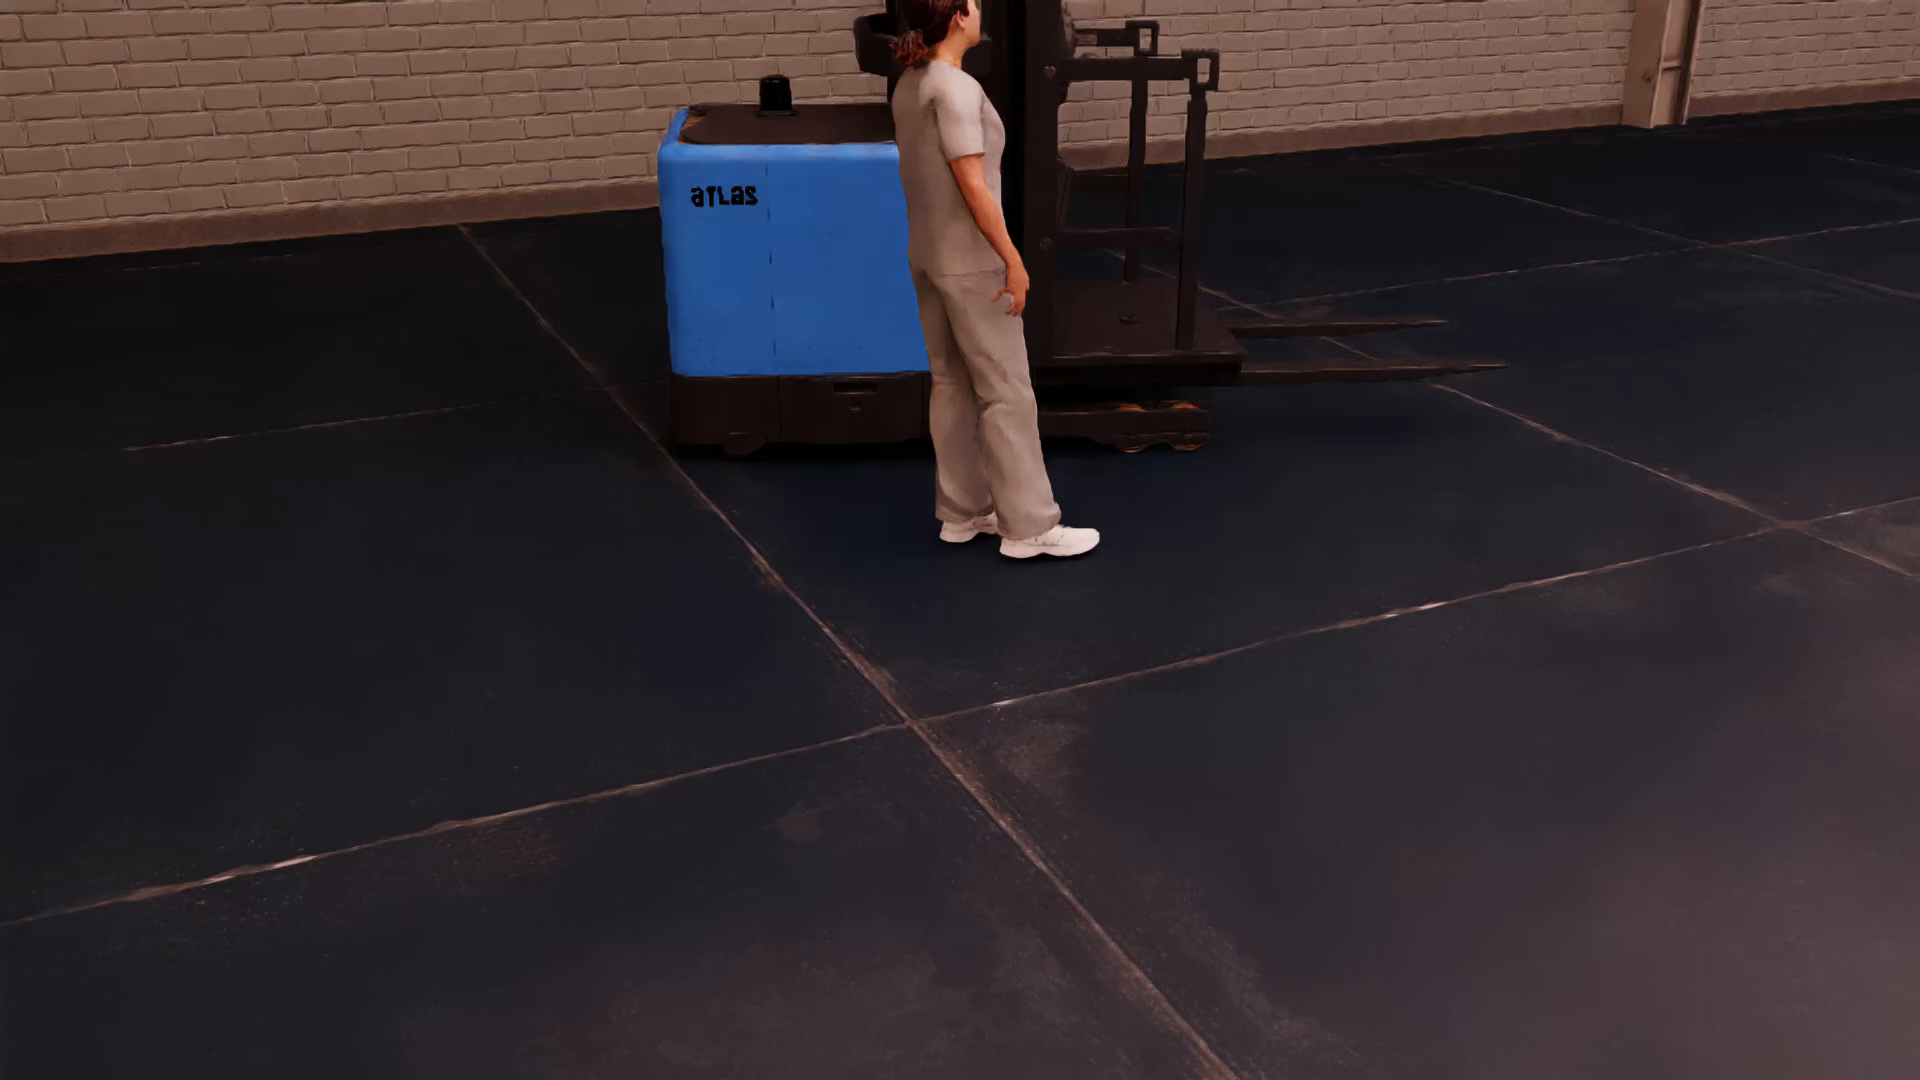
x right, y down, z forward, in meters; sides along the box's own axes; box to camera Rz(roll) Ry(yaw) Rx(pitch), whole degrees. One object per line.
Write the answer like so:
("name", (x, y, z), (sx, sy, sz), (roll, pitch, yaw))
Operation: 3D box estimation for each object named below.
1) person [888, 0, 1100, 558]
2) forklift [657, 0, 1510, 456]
("person", (0.073, -0.788, 4.800), (0.548, 1.673, 0.550), (-10, 25, -23))
("forklift", (0.469, -1.861, 5.765), (3.031, 2.935, 1.130), (-2, 23, -5))
